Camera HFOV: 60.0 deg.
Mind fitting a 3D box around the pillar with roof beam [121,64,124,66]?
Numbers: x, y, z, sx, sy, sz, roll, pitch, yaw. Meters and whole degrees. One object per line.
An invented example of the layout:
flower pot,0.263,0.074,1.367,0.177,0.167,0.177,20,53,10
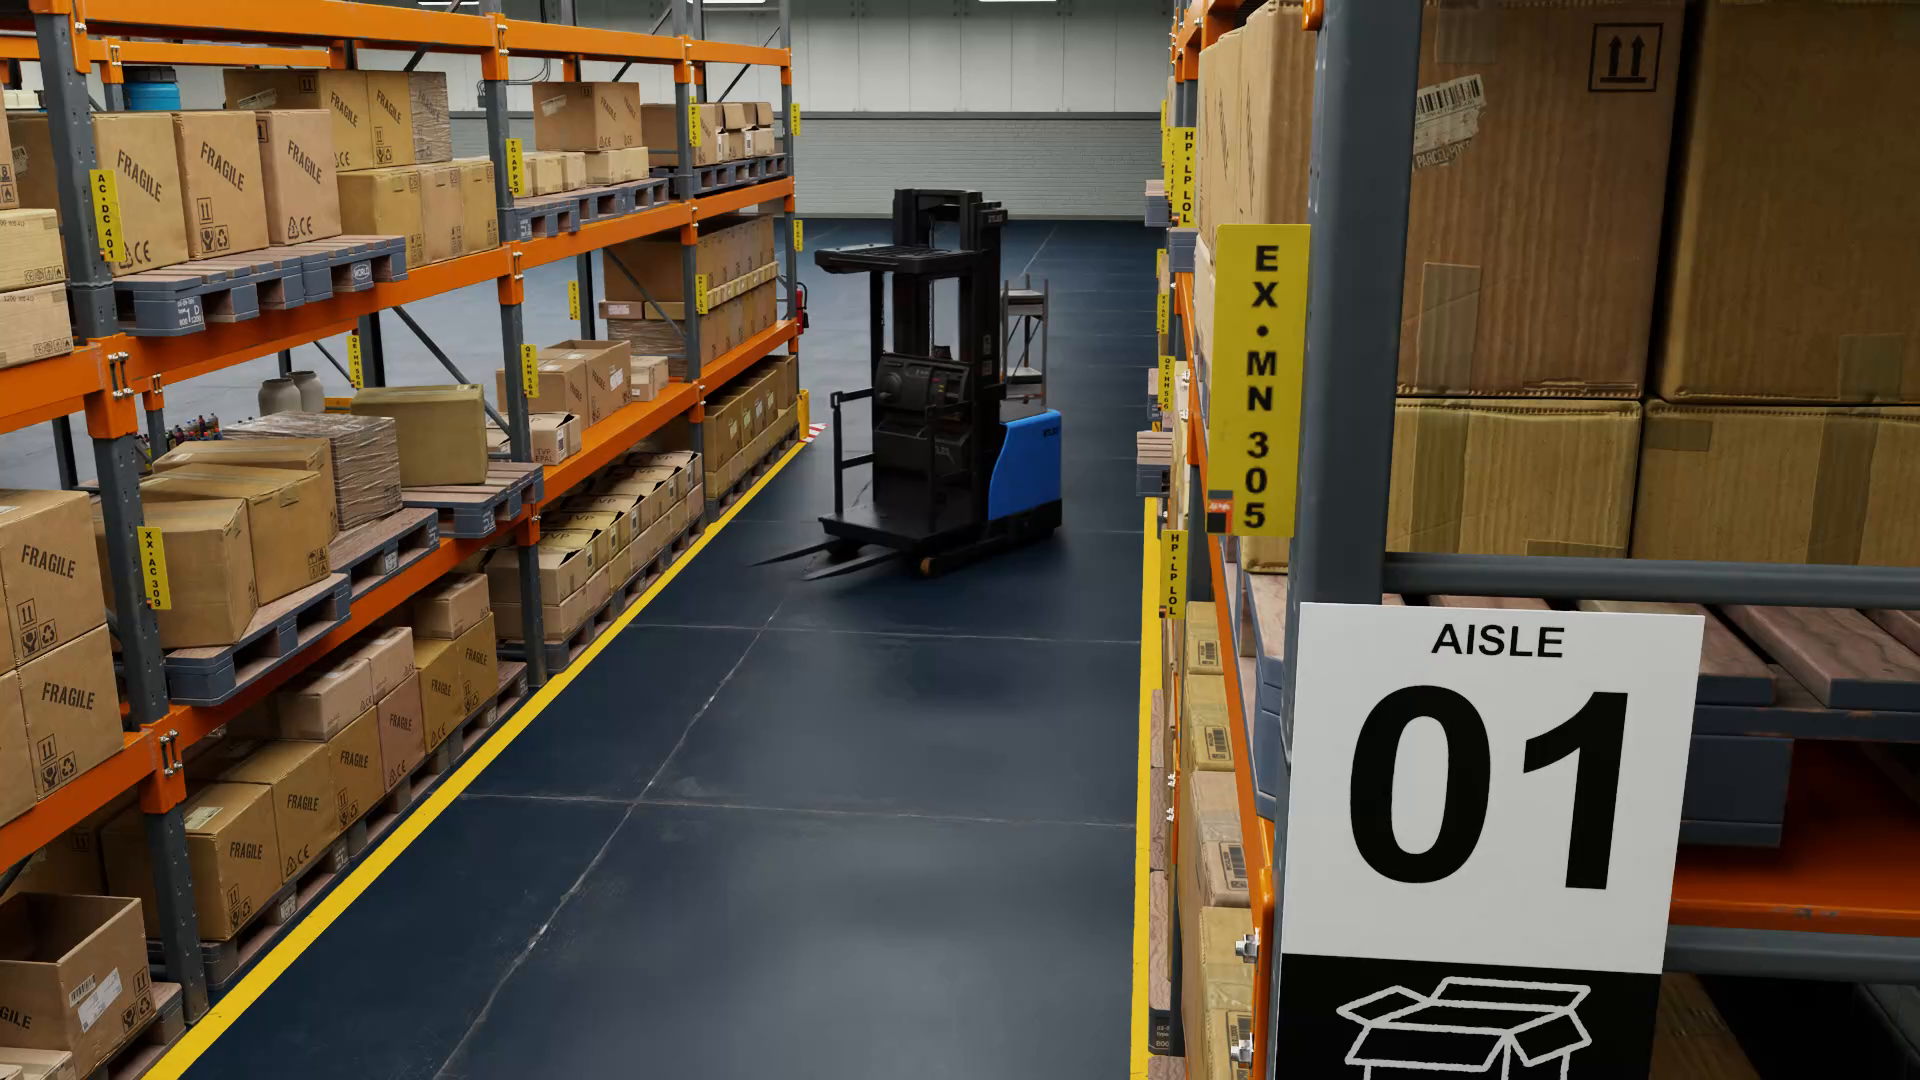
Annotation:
pillar with roof beam,-20.202,-13.726,47.682,9.100,9.000,0.548,2,15,6

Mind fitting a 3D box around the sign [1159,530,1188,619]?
sign,0.759,0.123,5.893,0.100,0.325,0.005,2,15,6

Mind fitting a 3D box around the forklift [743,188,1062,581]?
forklift,-0.440,-1.264,13.221,1.130,2.935,3.031,12,19,37

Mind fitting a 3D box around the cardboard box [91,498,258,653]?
cardboard box,-3.347,0.145,6.882,0.700,0.500,0.500,-3,16,-13

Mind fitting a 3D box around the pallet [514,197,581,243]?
pallet,-3.184,-2.060,10.650,1.213,0.211,1.003,2,15,9

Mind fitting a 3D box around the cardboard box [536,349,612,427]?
cardboard box,-2.939,-1.145,12.459,0.500,0.500,0.500,2,15,6

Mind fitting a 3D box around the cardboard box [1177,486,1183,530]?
cardboard box,1.214,0.066,7.371,0.500,0.500,0.500,2,15,6

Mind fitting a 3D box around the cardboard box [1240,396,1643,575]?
cardboard box,0.667,-0.129,2.439,0.500,0.250,0.500,2,15,8

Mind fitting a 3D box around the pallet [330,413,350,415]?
pallet,-7.249,-1.169,18.080,1.003,0.211,1.213,2,15,6

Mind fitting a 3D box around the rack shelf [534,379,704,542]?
rack shelf,-2.946,-0.696,12.369,1.077,0.370,4.000,2,15,6

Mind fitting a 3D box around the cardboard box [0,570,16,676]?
cardboard box,-3.478,0.253,5.371,0.500,0.500,0.500,1,15,5

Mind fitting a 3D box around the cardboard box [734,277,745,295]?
cardboard box,-2.295,-2.454,16.057,0.380,0.149,0.250,1,15,5

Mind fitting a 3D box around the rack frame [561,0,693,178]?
rack frame,-2.720,-4.458,13.410,1.000,3.000,0.127,2,15,6

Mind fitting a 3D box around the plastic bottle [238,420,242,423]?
plastic bottle,-7.069,-0.999,16.342,0.144,0.351,0.185,2,15,6

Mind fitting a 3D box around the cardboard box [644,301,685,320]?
cardboard box,-2.497,-1.988,14.332,0.380,0.149,0.250,2,15,6

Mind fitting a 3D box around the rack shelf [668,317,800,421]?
rack shelf,-2.494,-1.734,16.205,1.077,0.370,4.000,2,15,6

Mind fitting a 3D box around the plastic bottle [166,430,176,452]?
plastic bottle,-7.692,-0.923,16.190,0.061,0.283,0.133,2,15,6

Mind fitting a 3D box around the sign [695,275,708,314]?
sign,-2.180,-2.070,14.003,0.100,0.325,0.005,2,15,6

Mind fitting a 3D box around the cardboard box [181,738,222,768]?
cardboard box,-3.788,1.243,7.766,0.500,0.500,0.500,2,15,6

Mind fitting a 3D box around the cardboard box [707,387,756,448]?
cardboard box,-2.244,-1.170,15.769,0.500,0.500,0.500,2,15,6

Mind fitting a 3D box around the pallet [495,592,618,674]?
pallet,-3.040,0.609,11.506,1.003,0.211,1.213,2,15,6

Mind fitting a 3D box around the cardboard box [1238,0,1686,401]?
cardboard box,0.660,-0.491,2.341,0.500,0.500,0.500,2,15,6

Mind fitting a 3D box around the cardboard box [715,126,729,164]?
cardboard box,-2.340,-3.500,14.712,0.500,0.311,0.500,1,15,3

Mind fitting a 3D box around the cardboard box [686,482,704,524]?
cardboard box,-2.479,-0.322,14.068,0.500,0.250,0.500,2,15,6

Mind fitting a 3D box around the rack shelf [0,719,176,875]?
rack shelf,-3.848,1.379,4.695,1.077,0.370,4.000,2,15,6

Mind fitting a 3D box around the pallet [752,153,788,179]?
pallet,-2.374,-3.822,16.974,1.003,0.211,1.213,2,15,6

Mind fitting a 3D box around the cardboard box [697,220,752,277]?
cardboard box,-2.450,-2.872,16.362,0.700,0.500,0.500,2,15,6

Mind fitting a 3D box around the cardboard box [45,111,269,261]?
cardboard box,-3.440,-1.537,7.166,0.600,0.600,0.600,2,15,6

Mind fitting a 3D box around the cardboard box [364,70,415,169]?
cardboard box,-3.285,-2.259,8.914,0.500,0.500,0.500,2,15,6

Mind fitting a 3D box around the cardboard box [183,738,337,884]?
cardboard box,-3.277,1.250,7.739,0.500,0.500,0.500,2,15,7

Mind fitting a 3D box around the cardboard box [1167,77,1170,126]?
cardboard box,2.089,-3.822,14.658,0.500,0.500,0.500,1,15,4

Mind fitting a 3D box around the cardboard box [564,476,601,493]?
cardboard box,-3.133,-0.345,13.079,0.500,0.311,0.500,1,15,4

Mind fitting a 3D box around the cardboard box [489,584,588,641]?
cardboard box,-2.821,0.473,11.131,0.500,0.250,0.500,2,15,6

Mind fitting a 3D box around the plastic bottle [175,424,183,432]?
plastic bottle,-7.777,-1.013,16.547,0.097,0.271,0.097,0,15,0

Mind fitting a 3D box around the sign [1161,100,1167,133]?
sign,2.115,-4.341,17.047,0.100,0.325,0.005,2,15,6

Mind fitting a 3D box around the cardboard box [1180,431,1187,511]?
cardboard box,1.223,-0.299,7.286,0.500,0.250,0.500,2,15,7

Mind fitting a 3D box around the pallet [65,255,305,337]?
pallet,-3.480,-1.012,6.771,1.213,0.211,1.003,2,15,6

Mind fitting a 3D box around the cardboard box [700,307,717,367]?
cardboard box,-2.623,-1.863,15.113,0.700,0.500,0.500,2,15,6

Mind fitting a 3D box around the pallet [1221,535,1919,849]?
pallet,0.922,0.097,2.480,1.003,0.211,1.213,2,15,6

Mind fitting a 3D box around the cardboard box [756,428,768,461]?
cardboard box,-2.193,-0.938,16.347,0.500,0.250,0.500,2,15,6

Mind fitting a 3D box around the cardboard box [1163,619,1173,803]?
cardboard box,1.432,0.869,8.516,0.750,0.750,0.750,2,15,6

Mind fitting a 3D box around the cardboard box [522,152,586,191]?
cardboard box,-2.997,-2.646,11.939,0.500,0.250,0.500,0,15,2

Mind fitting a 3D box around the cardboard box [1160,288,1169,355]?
cardboard box,1.948,-1.848,14.063,0.500,0.500,0.500,2,15,6

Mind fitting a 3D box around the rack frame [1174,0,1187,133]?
rack frame,2.202,-4.313,12.874,1.000,3.000,0.127,2,15,6

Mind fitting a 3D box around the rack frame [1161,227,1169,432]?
rack frame,2.654,-2.455,17.494,1.000,3.000,0.127,2,15,6

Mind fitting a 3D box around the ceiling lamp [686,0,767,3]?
ceiling lamp,-5.839,-15.102,41.592,2.000,3.185,0.800,2,15,6

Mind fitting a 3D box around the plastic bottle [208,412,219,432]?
plastic bottle,-7.704,-1.181,17.167,0.097,0.271,0.097,0,15,0

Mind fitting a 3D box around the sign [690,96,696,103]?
sign,-2.820,-4.526,17.580,0.100,0.325,0.005,2,15,6

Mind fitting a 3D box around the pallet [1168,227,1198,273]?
pallet,1.731,-1.568,8.830,1.213,0.211,1.003,2,15,9

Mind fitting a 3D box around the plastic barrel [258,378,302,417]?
plastic barrel,-7.245,-1.445,17.722,0.421,0.512,0.421,0,15,0

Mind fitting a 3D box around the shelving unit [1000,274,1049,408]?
shelving unit,0.498,-1.305,14.944,0.431,2.100,0.503,-4,15,-16

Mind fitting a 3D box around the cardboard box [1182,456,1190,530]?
cardboard box,1.165,-0.167,6.797,0.500,0.250,0.500,2,15,7

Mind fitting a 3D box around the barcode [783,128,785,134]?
barcode,-1.824,-4.235,17.220,0.001,0.075,0.075,2,15,6

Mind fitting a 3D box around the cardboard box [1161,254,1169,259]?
cardboard box,2.301,-2.639,16.988,0.500,0.500,0.500,2,15,6

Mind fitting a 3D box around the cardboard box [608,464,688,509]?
cardboard box,-2.533,-0.460,13.505,0.500,0.311,0.500,2,15,8

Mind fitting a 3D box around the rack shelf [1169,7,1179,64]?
rack shelf,2.428,-4.483,14.887,1.077,0.370,4.000,2,15,6

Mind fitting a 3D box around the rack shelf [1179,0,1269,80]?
rack shelf,1.525,-2.217,7.265,1.077,0.370,4.000,2,15,6

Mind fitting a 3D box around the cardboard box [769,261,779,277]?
cardboard box,-2.123,-2.856,17.545,0.380,0.149,0.250,1,15,5
